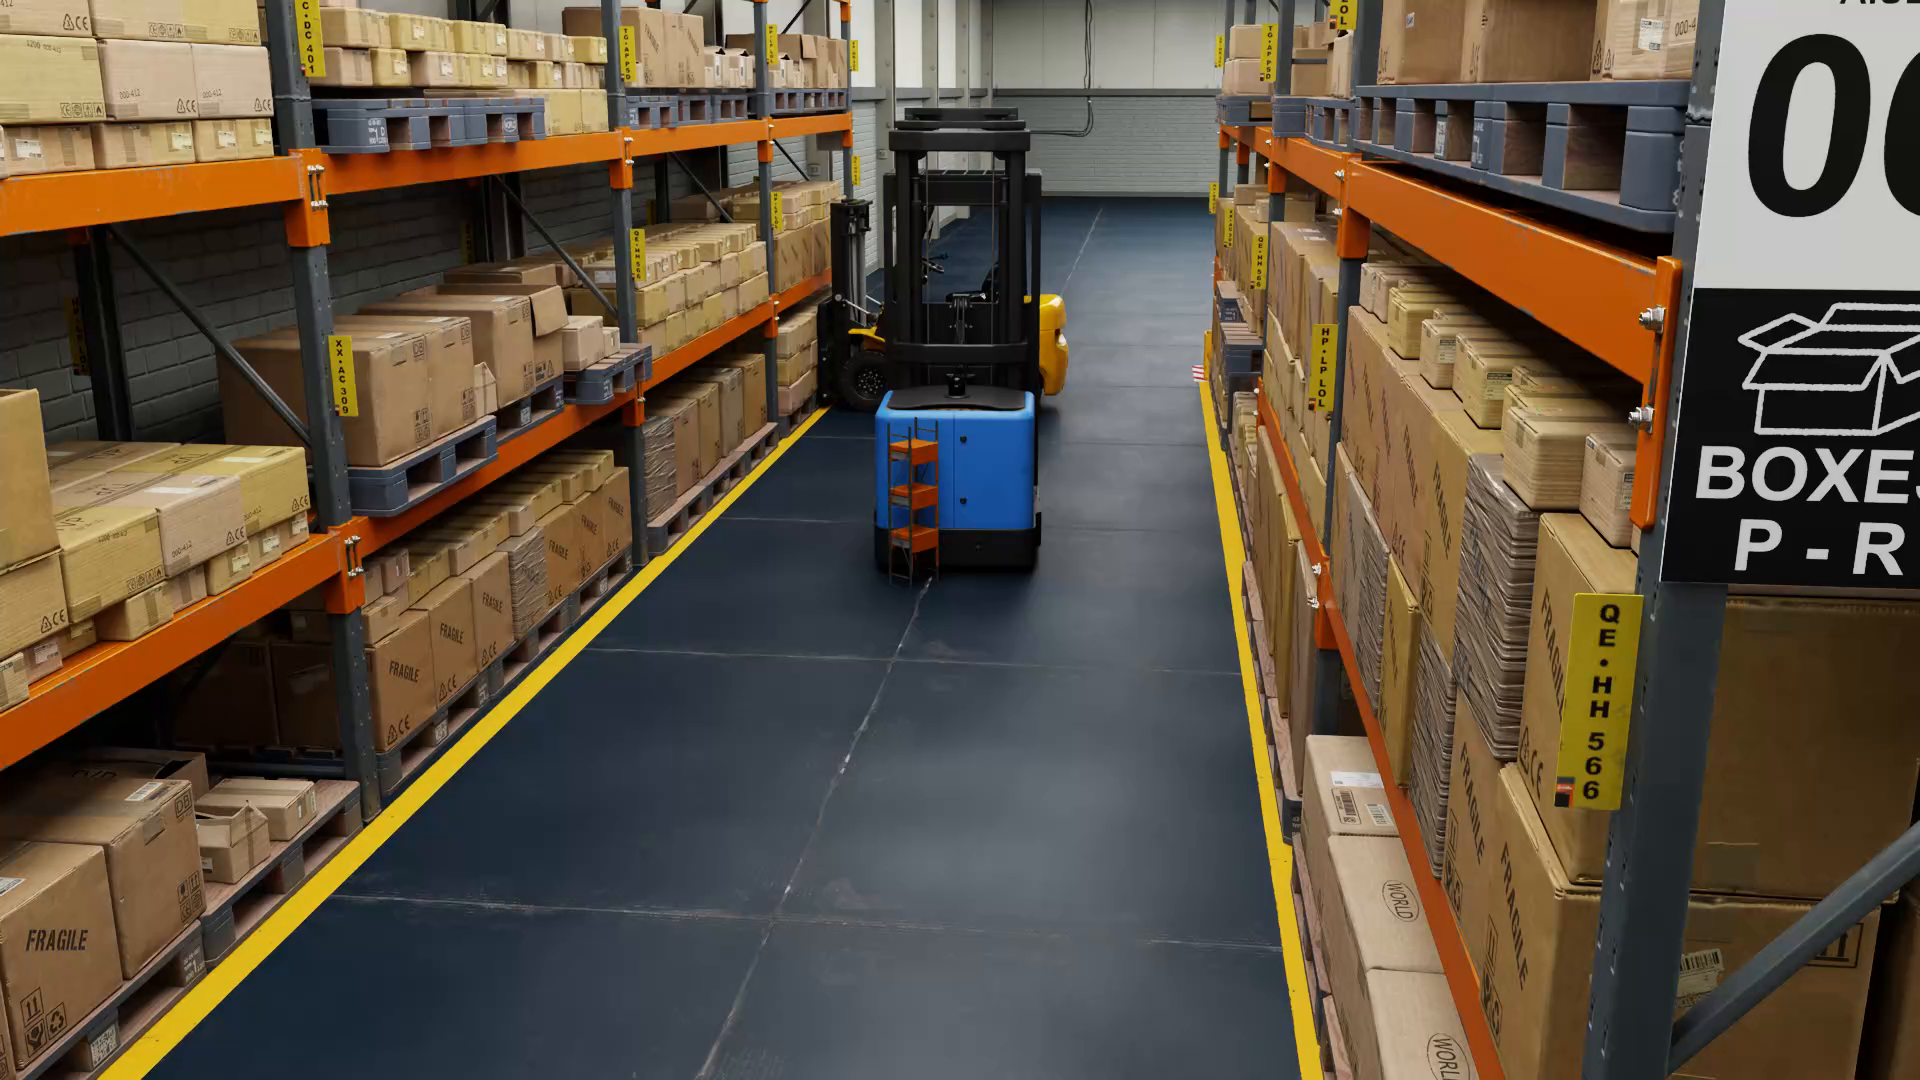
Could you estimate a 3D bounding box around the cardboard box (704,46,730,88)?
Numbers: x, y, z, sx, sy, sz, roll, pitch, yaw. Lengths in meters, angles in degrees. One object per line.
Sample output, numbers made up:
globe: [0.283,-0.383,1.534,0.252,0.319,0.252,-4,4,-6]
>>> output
cardboard box: [-2.051,-3.593,12.630,0.500,0.311,0.500,1,15,4]

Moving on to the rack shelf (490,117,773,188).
rack shelf: [-2.351,-2.913,12.319,1.077,0.370,4.000,2,15,6]

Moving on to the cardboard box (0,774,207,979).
cardboard box: [-3.064,1.140,5.684,0.700,0.500,0.500,1,15,4]

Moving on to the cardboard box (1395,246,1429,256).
cardboard box: [2.381,-1.144,8.040,0.500,0.500,0.500,1,15,5]

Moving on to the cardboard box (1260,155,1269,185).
cardboard box: [3.204,-3.367,15.690,0.700,0.500,0.500,2,15,6]

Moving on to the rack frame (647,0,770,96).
rack frame: [-2.125,-5.227,13.752,1.000,3.000,0.127,2,15,6]

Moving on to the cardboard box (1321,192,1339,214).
cardboard box: [2.907,-2.516,12.411,0.380,0.149,0.250,1,15,4]

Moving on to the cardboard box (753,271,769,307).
cardboard box: [-1.922,-2.120,14.043,0.500,0.250,0.500,2,15,8]

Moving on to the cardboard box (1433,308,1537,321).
cardboard box: [1.517,-0.548,4.591,0.380,0.149,0.250,2,15,6]

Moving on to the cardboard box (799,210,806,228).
cardboard box: [-1.666,-3.033,15.696,0.380,0.149,0.250,2,15,6]

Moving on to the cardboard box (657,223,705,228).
cardboard box: [-2.378,-2.607,14.124,0.380,0.149,0.250,1,15,5]

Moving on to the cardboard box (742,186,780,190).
cardboard box: [-2.050,-3.524,16.943,0.380,0.149,0.250,2,15,8]

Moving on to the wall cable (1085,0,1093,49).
wall cable: [5.072,-15.475,47.927,3.097,2.526,0.112,2,15,6]

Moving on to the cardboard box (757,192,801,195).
cardboard box: [-1.728,-3.246,15.916,0.380,0.149,0.250,2,15,6]

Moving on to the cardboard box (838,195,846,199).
cardboard box: [-1.434,-3.631,17.911,0.380,0.149,0.250,2,15,7]

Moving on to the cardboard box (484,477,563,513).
cardboard box: [-2.529,-0.261,9.623,0.380,0.149,0.250,2,15,8]

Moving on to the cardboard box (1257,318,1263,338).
cardboard box: [2.118,-1.393,10.745,0.380,0.149,0.250,2,15,7]

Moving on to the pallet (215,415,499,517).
pallet: [-2.829,-0.367,7.642,1.003,0.211,1.213,2,15,6]

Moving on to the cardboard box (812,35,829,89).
cardboard box: [-1.696,-4.731,16.477,0.700,0.500,0.500,2,15,7]

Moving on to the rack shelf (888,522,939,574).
rack shelf: [-0.295,0.047,10.583,0.215,0.259,0.240,13,20,41]

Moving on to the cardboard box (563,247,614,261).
cardboard box: [-2.667,-2.013,11.925,0.380,0.149,0.250,2,15,6]

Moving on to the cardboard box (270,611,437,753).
cardboard box: [-2.750,0.629,7.573,0.500,0.500,0.500,2,15,9]

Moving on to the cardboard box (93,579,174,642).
cardboard box: [-2.883,0.226,5.561,0.380,0.149,0.250,1,15,5]

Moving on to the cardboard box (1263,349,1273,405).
cardboard box: [2.051,-0.956,9.739,0.500,0.250,0.500,1,15,5]

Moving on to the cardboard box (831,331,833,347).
cardboard box: [-1.523,-2.085,17.132,0.500,0.250,0.500,1,15,5]

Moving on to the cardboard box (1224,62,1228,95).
cardboard box: [2.343,-3.624,13.055,0.500,0.250,0.500,1,15,5]

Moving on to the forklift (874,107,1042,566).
forklift: [0.027,-1.578,11.883,1.130,2.935,3.031,1,15,2]

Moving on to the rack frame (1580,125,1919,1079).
rack frame: [1.453,0.927,2.488,1.000,3.000,0.127,2,15,6]

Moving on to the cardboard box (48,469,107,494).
cardboard box: [-3.402,-0.076,5.915,0.500,0.250,0.500,2,15,6]

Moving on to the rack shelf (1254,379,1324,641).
rack shelf: [2.130,-0.282,8.337,1.077,0.370,4.000,2,15,6]

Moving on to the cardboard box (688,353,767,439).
cardboard box: [-2.173,-1.252,14.289,0.875,0.625,0.625,2,15,9]

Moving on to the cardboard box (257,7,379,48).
cardboard box: [-2.558,-2.042,6.635,0.380,0.149,0.250,2,15,8]

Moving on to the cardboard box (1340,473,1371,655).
cardboard box: [1.531,0.085,5.408,0.500,0.500,0.500,2,15,7]

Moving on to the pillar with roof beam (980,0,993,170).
pillar with roof beam: [5.015,-13.764,45.325,9.100,9.000,0.400,2,15,6]

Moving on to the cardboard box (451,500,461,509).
cardboard box: [-3.054,-0.205,9.414,0.380,0.149,0.250,1,15,5]

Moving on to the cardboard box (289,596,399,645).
cardboard box: [-2.723,0.350,7.364,0.380,0.149,0.250,2,15,9]

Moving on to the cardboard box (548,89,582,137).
cardboard box: [-2.449,-2.398,9.326,0.500,0.250,0.500,2,15,6]

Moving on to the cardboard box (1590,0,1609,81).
cardboard box: [1.830,-1.339,3.933,0.500,0.500,0.500,2,15,7]

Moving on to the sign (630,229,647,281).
sign: [-2.036,-1.801,10.508,0.100,0.325,0.005,2,15,6]

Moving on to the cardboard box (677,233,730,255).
cardboard box: [-2.024,-2.329,13.096,0.380,0.149,0.250,1,15,5]

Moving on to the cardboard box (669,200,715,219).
cardboard box: [-2.389,-2.927,14.738,0.380,0.149,0.250,2,15,6]

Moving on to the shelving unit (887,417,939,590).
shelving unit: [-0.295,-0.232,10.508,0.215,1.050,0.252,13,20,41]

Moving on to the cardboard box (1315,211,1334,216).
cardboard box: [2.864,-2.191,12.453,0.500,0.500,0.500,2,15,8]

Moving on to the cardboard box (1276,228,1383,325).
cardboard box: [2.011,-1.429,9.095,0.500,0.500,0.500,2,15,6]

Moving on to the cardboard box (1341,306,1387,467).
cardboard box: [1.610,-0.525,5.751,0.500,0.500,0.500,2,15,7]

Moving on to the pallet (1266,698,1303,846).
pallet: [1.917,1.033,7.437,1.003,0.211,1.213,2,15,6]

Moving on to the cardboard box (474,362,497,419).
cardboard box: [-2.490,-0.743,8.115,0.396,0.266,0.258,2,15,9]

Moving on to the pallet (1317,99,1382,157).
pallet: [1.959,-1.706,6.843,0.805,0.209,1.217,1,15,4]

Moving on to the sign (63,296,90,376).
sign: [-3.580,-0.830,6.768,0.100,0.325,0.005,2,15,6]

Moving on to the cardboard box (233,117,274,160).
cardboard box: [-2.775,-1.481,6.126,0.380,0.149,0.250,2,15,6]

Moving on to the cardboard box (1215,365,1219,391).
cardboard box: [2.779,-1.623,16.382,0.500,0.250,0.500,3,15,10]

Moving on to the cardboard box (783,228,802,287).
cardboard box: [-1.773,-2.622,15.421,0.500,0.500,0.500,2,15,7]

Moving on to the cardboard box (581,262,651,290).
cardboard box: [-2.248,-1.729,10.874,0.380,0.149,0.250,2,15,8]

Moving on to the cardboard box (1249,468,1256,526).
cardboard box: [2.430,-0.229,10.990,0.950,0.372,0.625,1,15,2]

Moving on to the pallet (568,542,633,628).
pallet: [-2.698,0.245,10.351,1.003,0.211,1.213,2,15,6]

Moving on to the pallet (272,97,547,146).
pallet: [-2.770,-2.049,8.108,1.213,0.211,1.003,2,15,6]

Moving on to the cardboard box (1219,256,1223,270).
cardboard box: [2.816,-2.823,16.837,0.380,0.149,0.250,2,15,7]
